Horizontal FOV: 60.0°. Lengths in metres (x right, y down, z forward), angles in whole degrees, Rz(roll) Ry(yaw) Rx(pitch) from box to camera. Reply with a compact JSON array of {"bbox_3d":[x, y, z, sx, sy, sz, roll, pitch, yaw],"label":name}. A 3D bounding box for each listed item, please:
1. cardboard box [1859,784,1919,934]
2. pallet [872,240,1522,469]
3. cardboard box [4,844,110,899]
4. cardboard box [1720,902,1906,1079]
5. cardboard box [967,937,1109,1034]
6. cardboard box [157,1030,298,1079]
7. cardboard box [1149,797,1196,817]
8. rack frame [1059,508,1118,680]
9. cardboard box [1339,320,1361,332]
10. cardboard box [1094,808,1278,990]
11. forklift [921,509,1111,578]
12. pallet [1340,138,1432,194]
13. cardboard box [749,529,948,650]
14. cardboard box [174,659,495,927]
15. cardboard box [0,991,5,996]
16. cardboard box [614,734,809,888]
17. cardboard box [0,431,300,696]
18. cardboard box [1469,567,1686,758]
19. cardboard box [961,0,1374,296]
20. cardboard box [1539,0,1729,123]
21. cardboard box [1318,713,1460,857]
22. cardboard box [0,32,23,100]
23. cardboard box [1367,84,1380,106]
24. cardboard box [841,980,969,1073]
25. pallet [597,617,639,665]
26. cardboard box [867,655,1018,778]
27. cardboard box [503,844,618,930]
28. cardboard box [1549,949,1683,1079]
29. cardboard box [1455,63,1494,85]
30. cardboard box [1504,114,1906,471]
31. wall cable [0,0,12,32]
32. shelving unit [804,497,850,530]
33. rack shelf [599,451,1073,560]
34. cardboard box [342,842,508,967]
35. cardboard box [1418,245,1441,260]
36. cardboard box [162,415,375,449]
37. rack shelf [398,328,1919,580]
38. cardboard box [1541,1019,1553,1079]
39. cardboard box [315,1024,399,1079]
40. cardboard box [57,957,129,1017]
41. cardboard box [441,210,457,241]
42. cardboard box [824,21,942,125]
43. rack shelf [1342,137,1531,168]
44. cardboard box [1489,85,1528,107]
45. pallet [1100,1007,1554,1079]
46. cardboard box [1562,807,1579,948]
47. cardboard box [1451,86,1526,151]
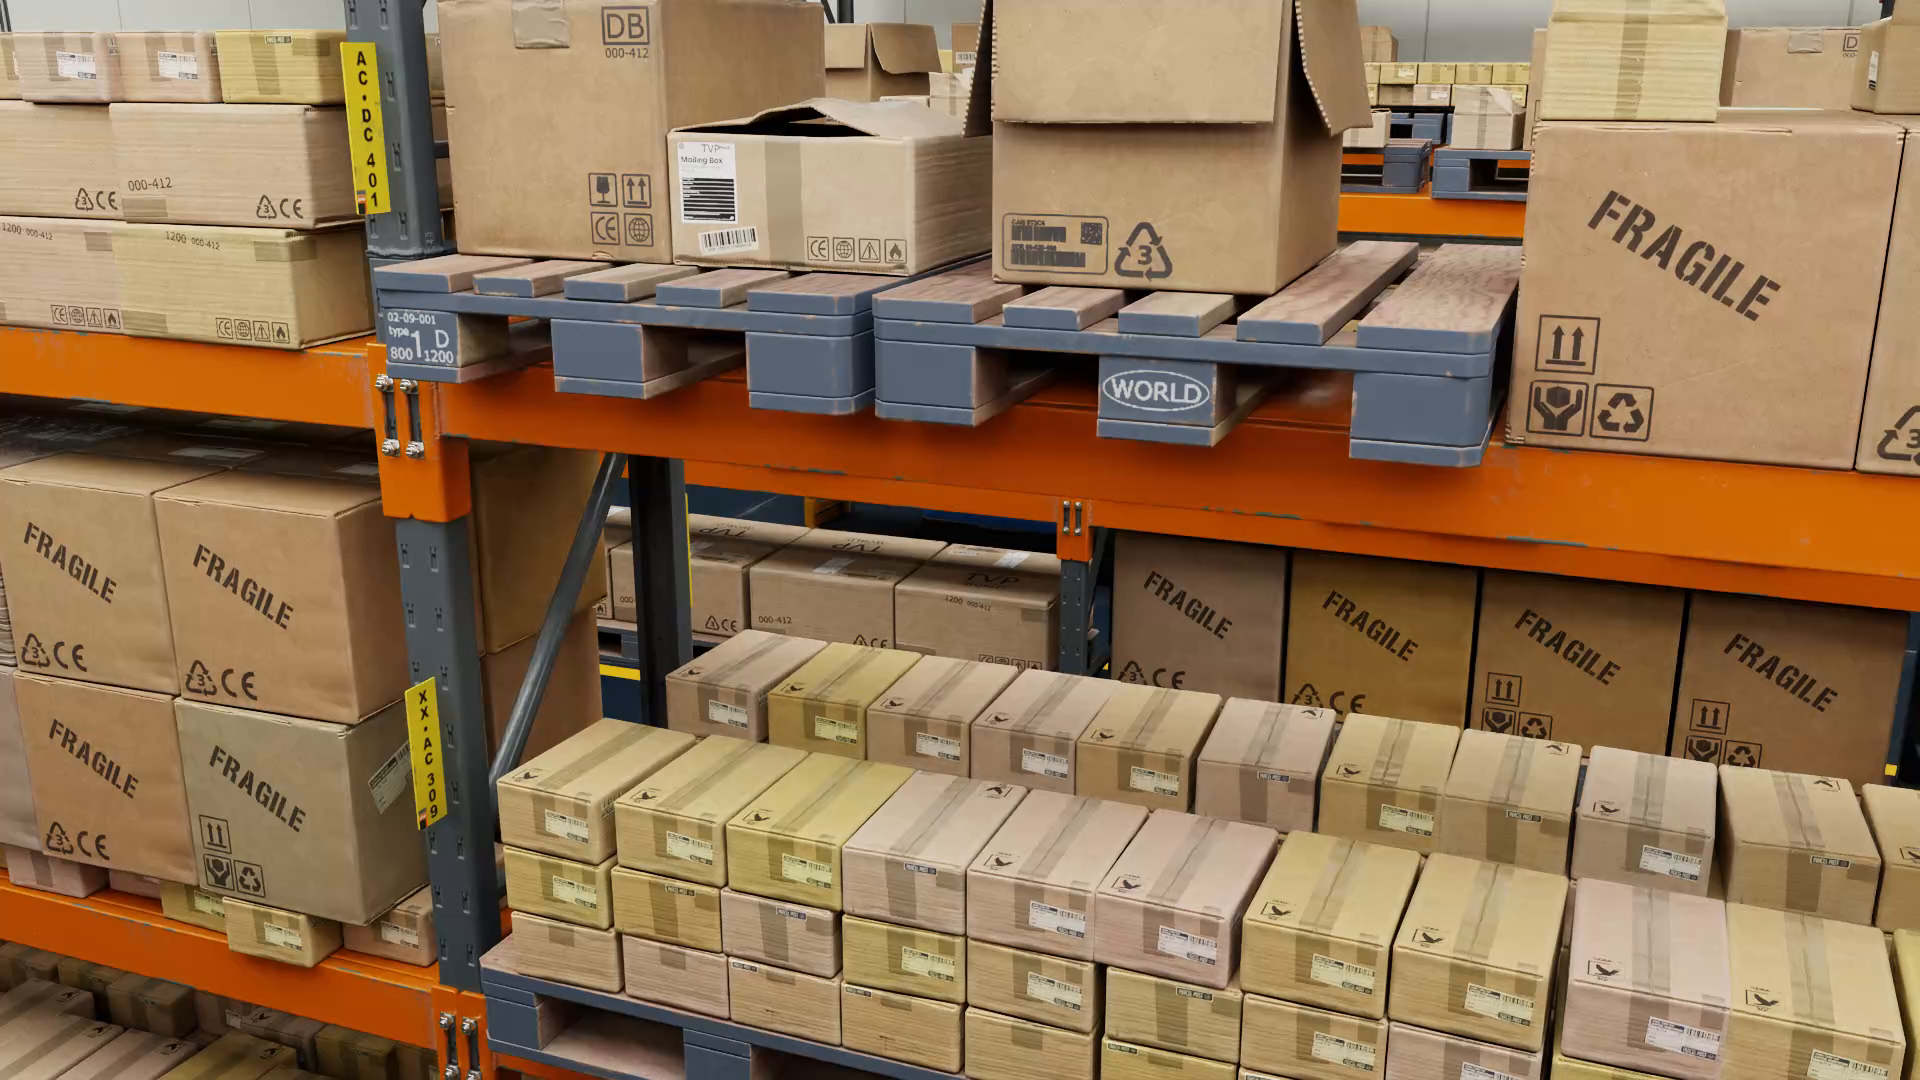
[{"bbox_3d":[1.913,0.633,3.244,0.250,0.149,0.380,6,17,20],"label":"cardboard box"},{"bbox_3d":[0.530,-0.413,3.174,1.003,0.211,1.213,6,17,21],"label":"pallet"},{"bbox_3d":[-2.324,0.799,4.491,0.250,0.149,0.380,5,17,18],"label":"cardboard box"},{"bbox_3d":[1.399,0.773,2.762,0.250,0.149,0.380,7,18,22],"label":"cardboard box"},{"bbox_3d":[0.202,0.782,3.262,0.250,0.149,0.380,7,18,23],"label":"cardboard box"},{"bbox_3d":[-2.097,1.568,4.687,0.250,0.149,0.380,7,18,22],"label":"cardboard box"},{"bbox_3d":[0.444,0.613,3.845,0.250,0.149,0.380,5,17,18],"label":"cardboard box"},{"bbox_3d":[0.751,-0.553,8.699,0.127,3.000,1.000,6,17,21],"label":"rack frame"},{"bbox_3d":[2.004,-0.865,7.800,0.500,0.500,0.500,6,17,19],"label":"cardboard box"},{"bbox_3d":[0.429,0.666,3.130,0.250,0.149,0.380,7,18,23],"label":"cardboard box"},{"bbox_3d":[1.289,-1.226,11.141,3.031,2.935,1.130,7,18,24],"label":"forklift"},{"bbox_3d":[1.622,-1.821,8.029,1.217,0.209,0.805,6,17,18],"label":"pallet"},{"bbox_3d":[-0.627,0.292,9.630,0.875,0.438,0.875,6,17,19],"label":"cardboard box"},{"bbox_3d":[-1.525,0.574,4.104,0.500,0.500,0.500,6,17,21],"label":"cardboard box"},{"bbox_3d":[-3.098,1.485,4.973,0.250,0.149,0.380,7,17,21],"label":"cardboard box"},{"bbox_3d":[-0.512,0.561,3.492,0.250,0.149,0.380,7,18,22],"label":"cardboard box"},{"bbox_3d":[-1.991,0.040,4.148,0.500,0.500,0.500,6,17,19],"label":"cardboard box"},{"bbox_3d":[3.032,0.490,8.163,0.875,0.875,0.875,7,17,21],"label":"cardboard box"},{"bbox_3d":[0.417,-0.759,3.089,0.637,0.503,0.797,6,17,20],"label":"cardboard box"},{"bbox_3d":[1.074,-0.806,2.638,0.258,0.266,0.396,6,17,21],"label":"cardboard box"},{"bbox_3d":[0.937,0.525,3.614,0.250,0.149,0.380,6,17,20],"label":"cardboard box"},{"bbox_3d":[-2.056,-1.116,3.915,0.250,0.149,0.380,7,18,23],"label":"cardboard box"},{"bbox_3d":[2.929,-3.241,12.096,0.250,0.149,0.380,6,17,21],"label":"cardboard box"},{"bbox_3d":[-0.049,0.899,3.395,0.250,0.149,0.380,6,17,21],"label":"cardboard box"},{"bbox_3d":[-2.198,0.438,10.285,1.213,0.211,1.003,6,17,21],"label":"pallet"},{"bbox_3d":[-0.036,0.419,3.981,0.250,0.149,0.380,6,17,19],"label":"cardboard box"},{"bbox_3d":[-0.774,0.677,3.627,0.250,0.149,0.380,7,17,22],"label":"cardboard box"},{"bbox_3d":[1.165,0.889,2.895,0.250,0.149,0.380,6,17,20],"label":"cardboard box"},{"bbox_3d":[3.689,-3.333,11.878,0.250,0.149,0.380,7,17,21],"label":"cardboard box"},{"bbox_3d":[1.192,-0.431,2.718,0.500,0.500,0.500,6,17,21],"label":"cardboard box"},{"bbox_3d":[-7.029,-5.284,14.166,0.133,3.039,2.988,6,17,21],"label":"wall cable"},{"bbox_3d":[-0.551,-0.800,12.239,1.083,1.500,0.587,7,18,24],"label":"shelving unit"},{"bbox_3d":[-1.110,-0.412,9.504,4.000,0.370,1.077,6,17,21],"label":"rack shelf"},{"bbox_3d":[-1.323,0.893,4.168,0.250,0.149,0.380,6,17,20],"label":"cardboard box"},{"bbox_3d":[3.418,-1.930,12.510,0.500,0.500,0.700,6,17,21],"label":"cardboard box"},{"bbox_3d":[-1.789,-0.089,4.592,0.500,0.500,0.500,6,17,19],"label":"cardboard box"},{"bbox_3d":[0.889,-0.150,3.219,4.000,0.370,1.077,6,17,21],"label":"rack shelf"},{"bbox_3d":[0.931,1.005,3.028,0.250,0.149,0.380,7,18,22],"label":"cardboard box"},{"bbox_3d":[-1.704,1.477,4.999,0.250,0.149,0.380,6,17,20],"label":"cardboard box"},{"bbox_3d":[-2.660,1.367,5.377,0.250,0.149,0.380,6,17,21],"label":"cardboard box"},{"bbox_3d":[-1.305,-0.743,4.243,0.500,0.250,0.500,7,18,23],"label":"cardboard box"},{"bbox_3d":[-0.515,-2.423,8.640,0.637,0.503,0.797,8,18,25],"label":"cardboard box"},{"bbox_3d":[4.429,-2.731,12.112,4.000,0.370,1.077,6,17,21],"label":"rack shelf"},{"bbox_3d":[3.885,-3.145,11.763,0.250,0.149,0.380,7,17,22],"label":"cardboard box"},{"bbox_3d":[0.893,1.050,3.519,1.213,0.211,1.003,6,17,21],"label":"pallet"},{"bbox_3d":[1.405,0.720,3.479,0.250,0.149,0.380,6,17,21],"label":"cardboard box"},{"bbox_3d":[2.322,-1.853,7.285,0.258,0.266,0.396,8,18,25],"label":"cardboard box"}]
